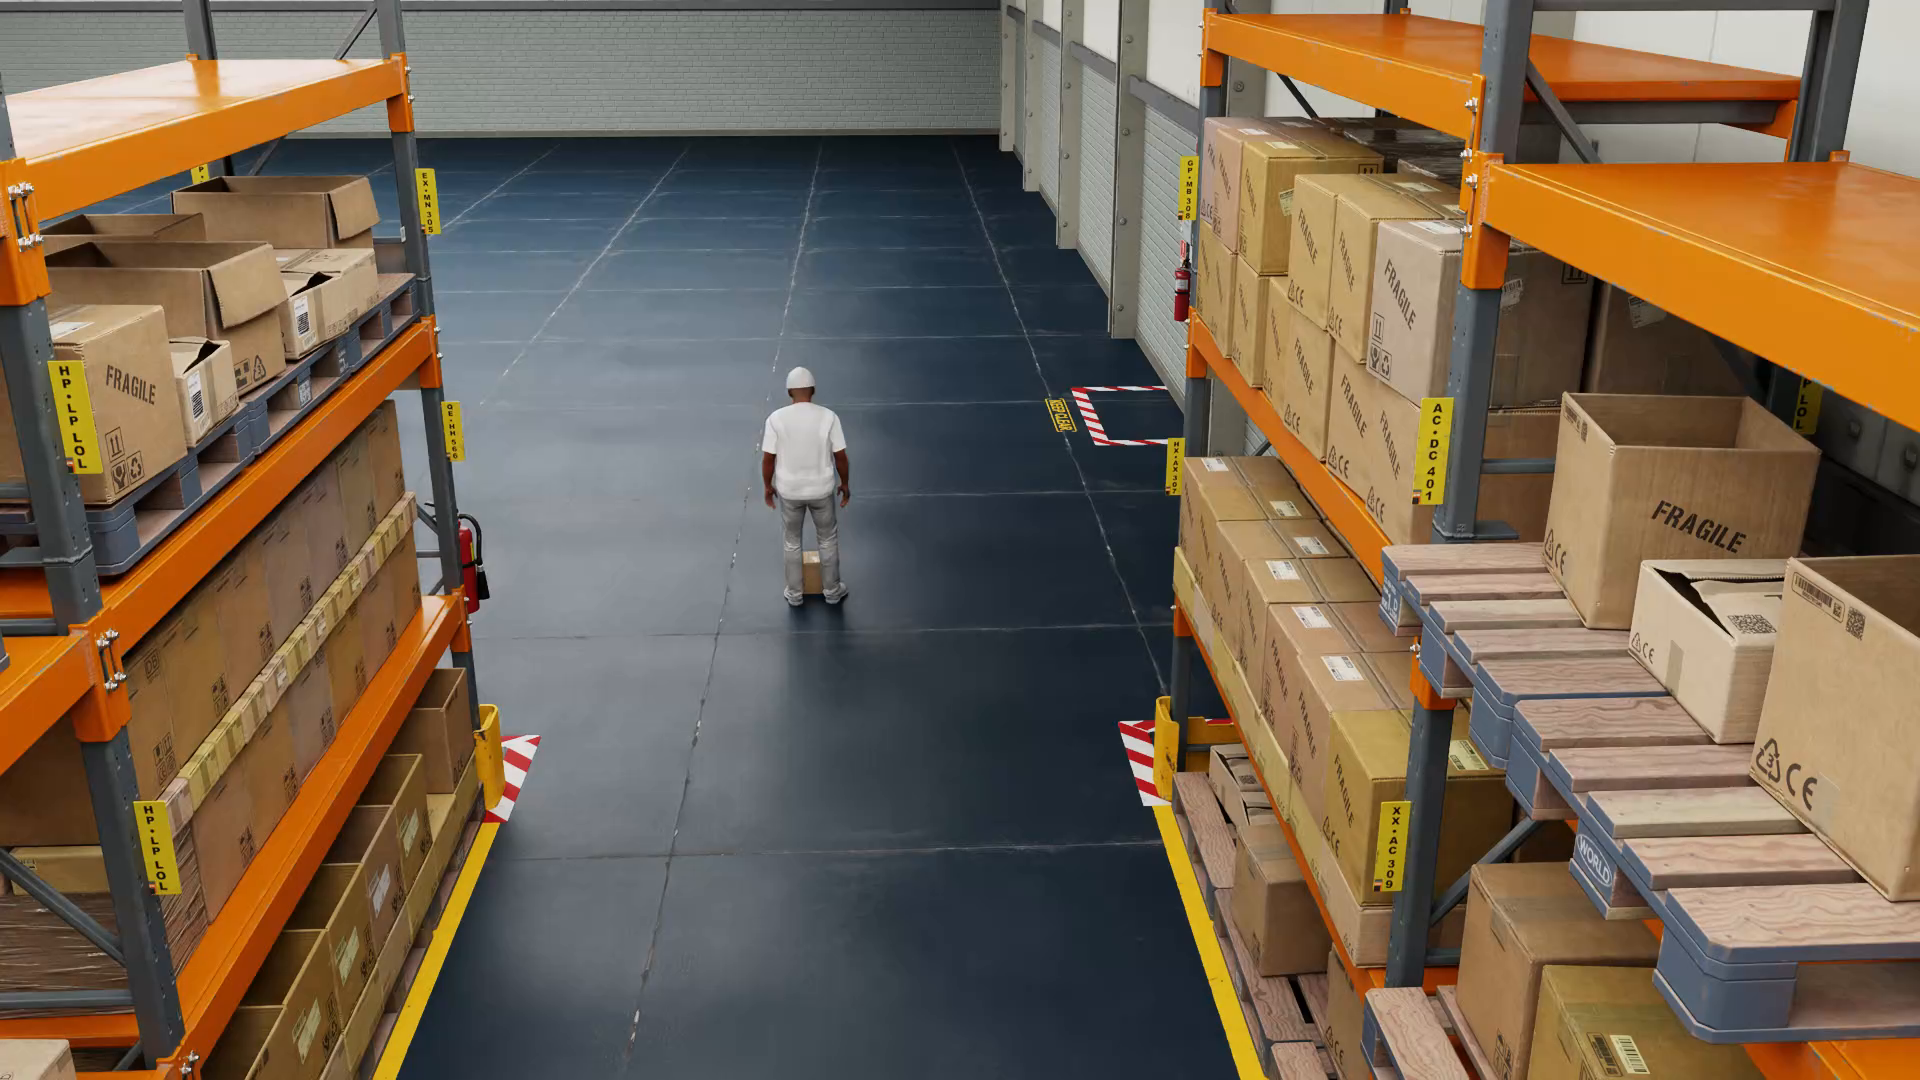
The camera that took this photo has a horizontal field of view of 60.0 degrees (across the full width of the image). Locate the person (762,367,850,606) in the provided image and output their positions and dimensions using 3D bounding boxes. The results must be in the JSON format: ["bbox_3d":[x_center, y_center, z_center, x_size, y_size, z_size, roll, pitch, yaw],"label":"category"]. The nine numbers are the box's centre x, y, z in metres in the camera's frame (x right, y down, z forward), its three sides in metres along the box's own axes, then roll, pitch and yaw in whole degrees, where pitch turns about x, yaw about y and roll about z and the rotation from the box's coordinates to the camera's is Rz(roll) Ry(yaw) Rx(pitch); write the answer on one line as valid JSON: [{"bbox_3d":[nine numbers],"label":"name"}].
[{"bbox_3d":[-1.113,-0.384,12.089,0.627,1.761,0.456,-1,20,-3],"label":"person"}]
